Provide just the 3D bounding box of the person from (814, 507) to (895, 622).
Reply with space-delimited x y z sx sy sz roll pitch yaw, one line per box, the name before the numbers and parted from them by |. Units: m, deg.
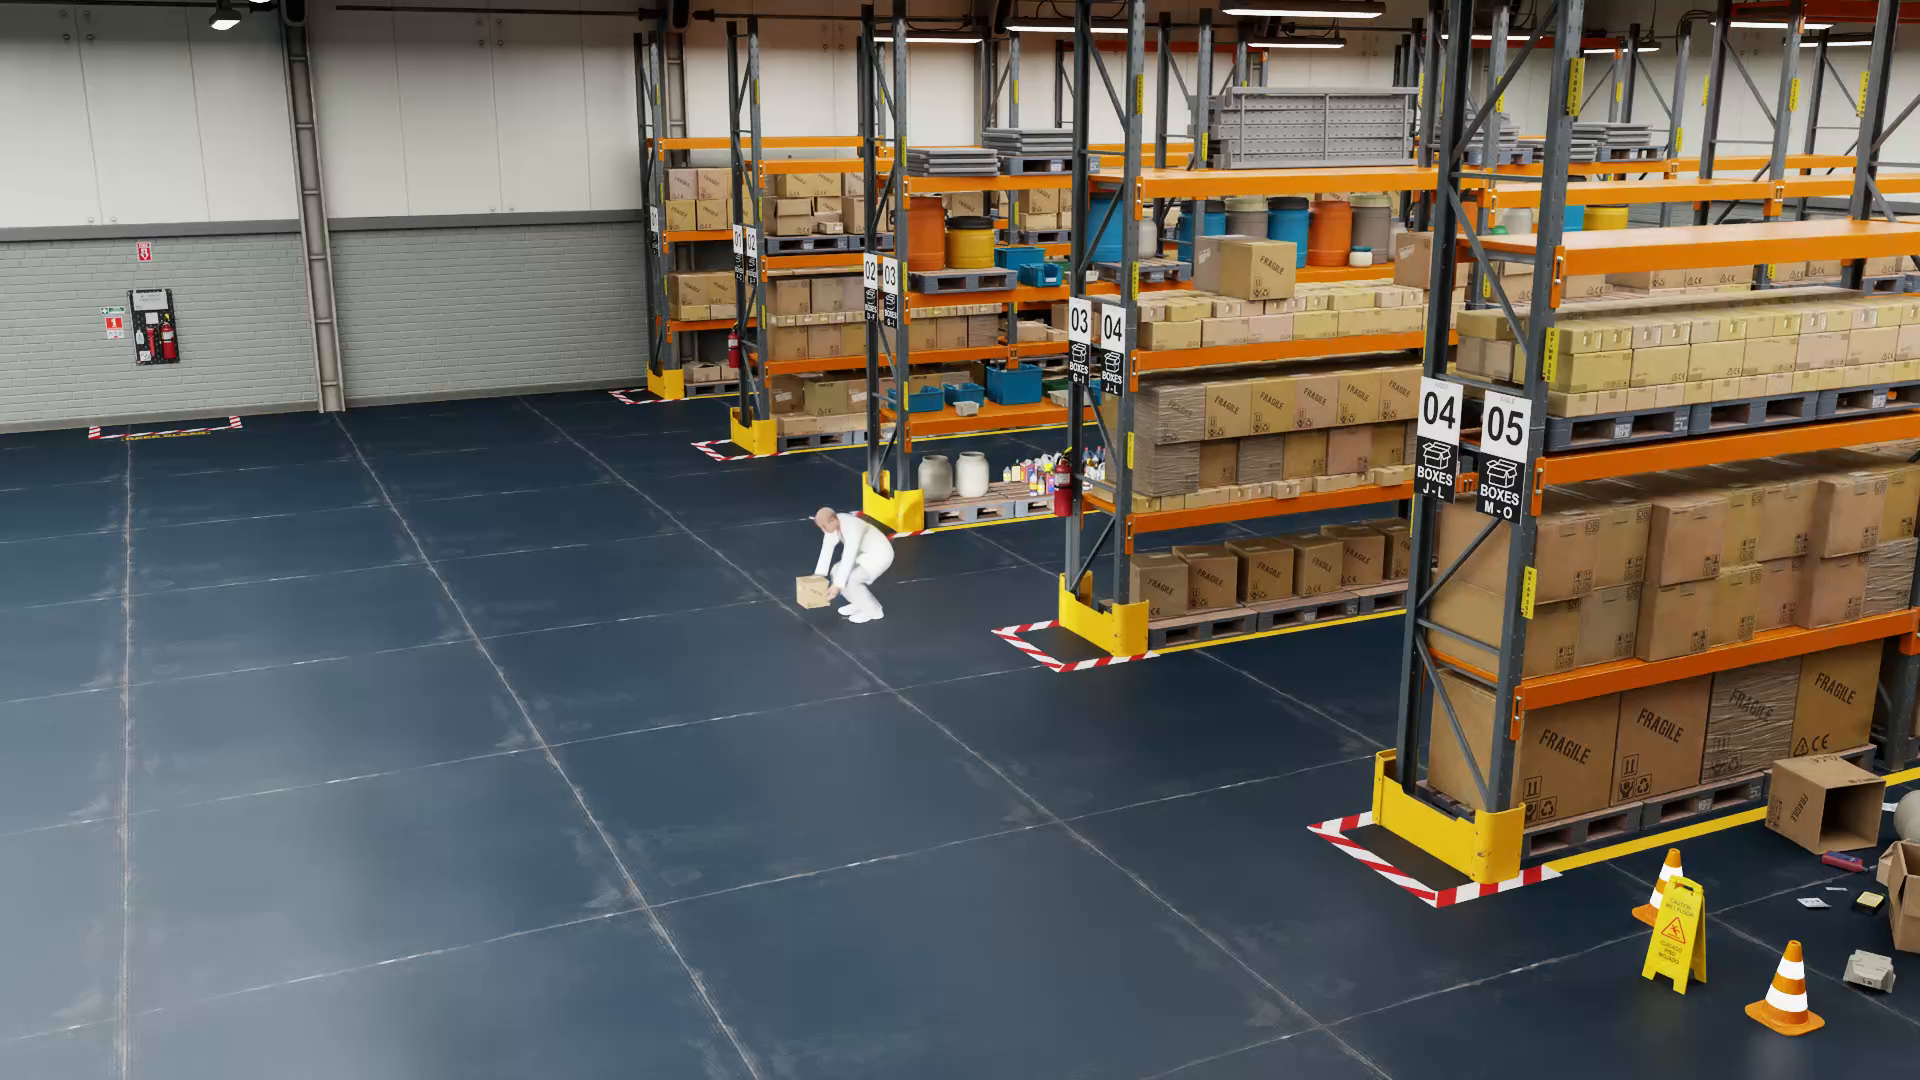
person | -1.038 0.209 16.306 0.836 1.169 0.625 -7 17 -25
